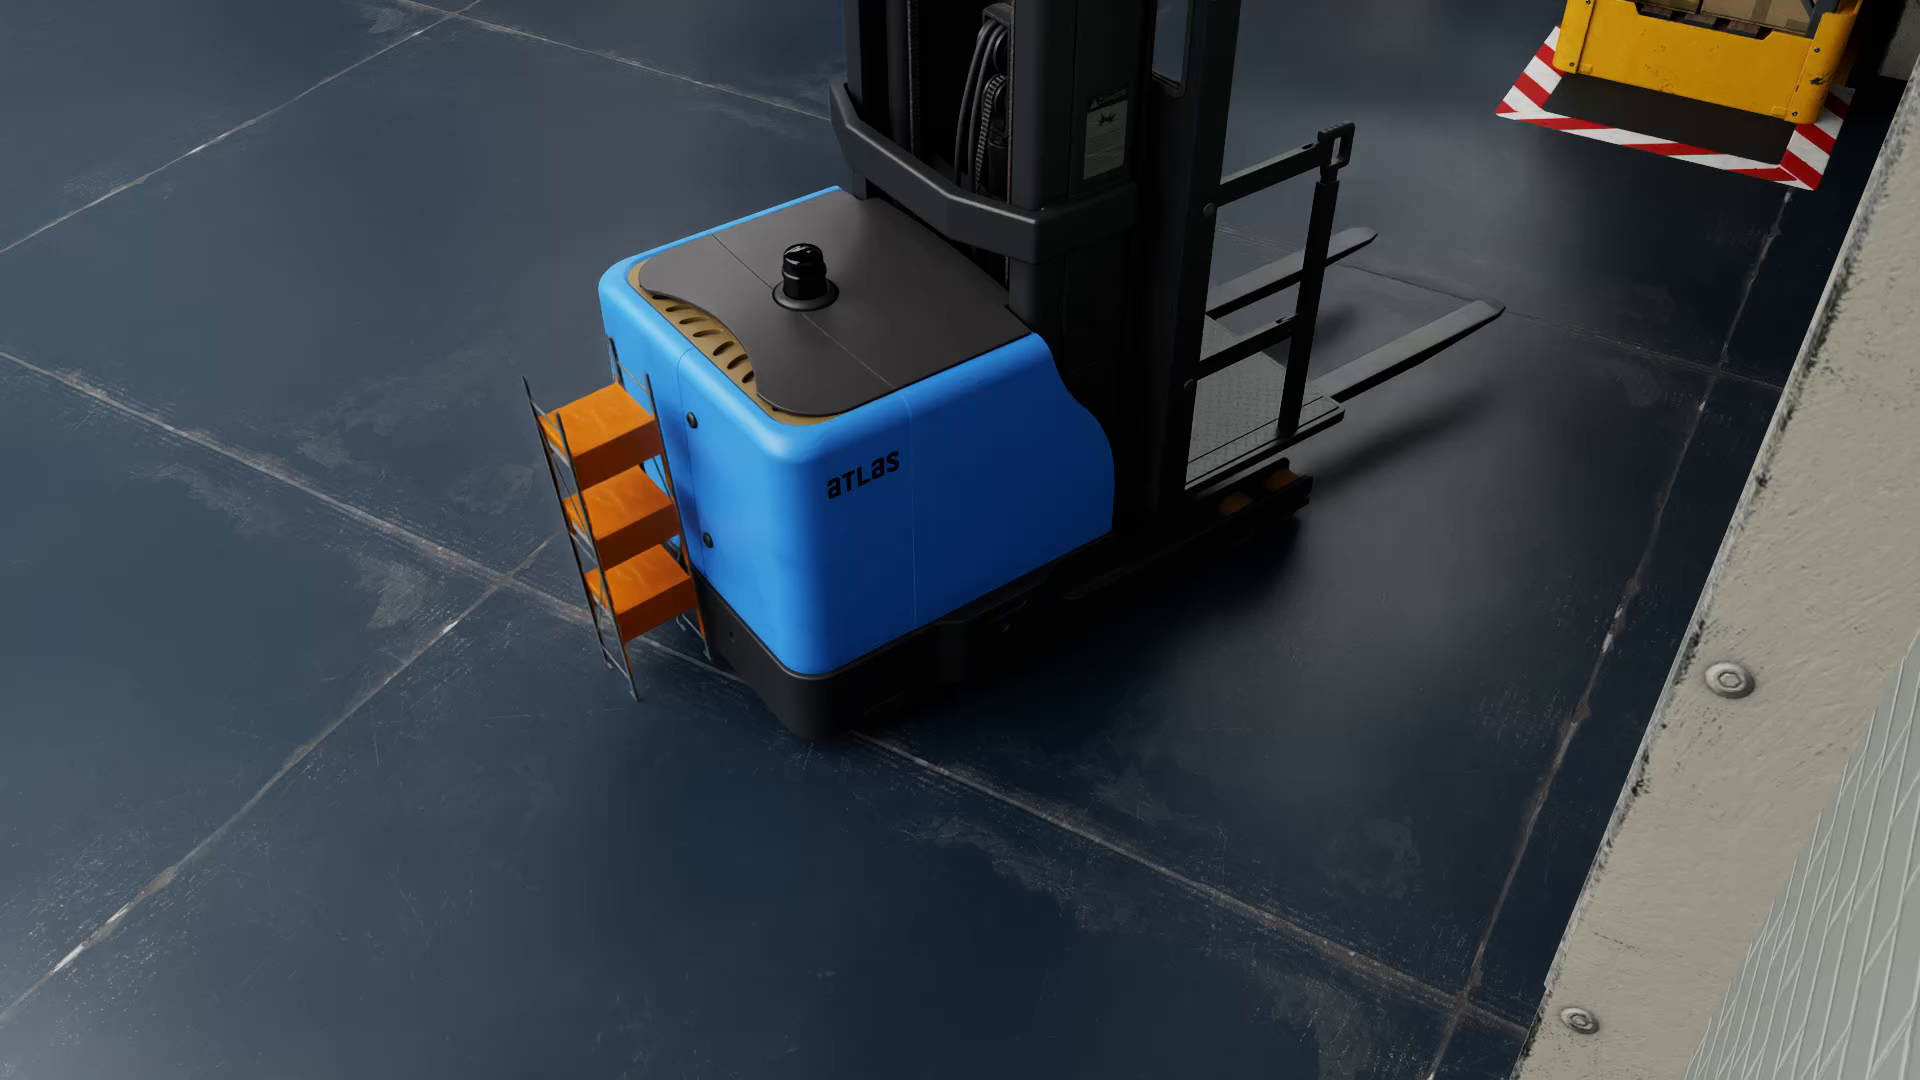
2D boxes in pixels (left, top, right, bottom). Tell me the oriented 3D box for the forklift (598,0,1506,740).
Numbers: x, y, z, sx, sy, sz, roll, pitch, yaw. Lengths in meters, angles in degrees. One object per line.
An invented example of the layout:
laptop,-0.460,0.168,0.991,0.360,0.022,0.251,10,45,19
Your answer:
forklift,0.503,-1.342,4.557,3.031,2.935,1.130,-26,47,-26

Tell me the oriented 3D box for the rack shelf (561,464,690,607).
rack shelf,-0.903,-0.021,4.485,0.240,0.259,0.215,-29,49,-24

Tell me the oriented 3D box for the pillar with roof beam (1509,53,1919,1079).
pillar with roof beam,-2.253,-3.588,2.516,9.100,9.000,0.400,21,45,22

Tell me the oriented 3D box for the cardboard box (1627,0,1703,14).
cardboard box,3.310,-2.745,7.860,0.500,0.250,0.500,21,46,22

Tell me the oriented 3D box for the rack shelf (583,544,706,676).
rack shelf,-0.889,0.181,4.676,0.240,0.259,0.215,-29,49,-24

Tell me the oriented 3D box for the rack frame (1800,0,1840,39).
rack frame,3.348,-3.246,6.666,1.000,3.000,0.127,21,45,22

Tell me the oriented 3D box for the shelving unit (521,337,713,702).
shelving unit,-0.903,-0.028,4.477,0.252,1.050,0.215,-29,49,-24

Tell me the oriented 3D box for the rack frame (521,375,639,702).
rack frame,-1.001,0.025,4.428,0.008,1.050,0.200,-29,49,-24

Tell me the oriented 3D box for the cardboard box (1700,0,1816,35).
cardboard box,3.763,-2.588,7.682,0.500,0.250,0.500,21,46,22

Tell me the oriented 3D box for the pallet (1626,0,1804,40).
pallet,3.694,-2.651,8.101,1.003,0.211,1.213,21,45,22

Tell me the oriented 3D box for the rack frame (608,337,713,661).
rack frame,-0.805,-0.082,4.527,0.008,1.050,0.200,-29,49,-24

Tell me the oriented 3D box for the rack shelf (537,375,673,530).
rack shelf,-0.917,-0.226,4.289,0.240,0.259,0.215,-29,49,-24

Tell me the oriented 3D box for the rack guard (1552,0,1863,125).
rack guard,3.336,-2.294,7.477,1.175,0.500,0.348,21,45,22
